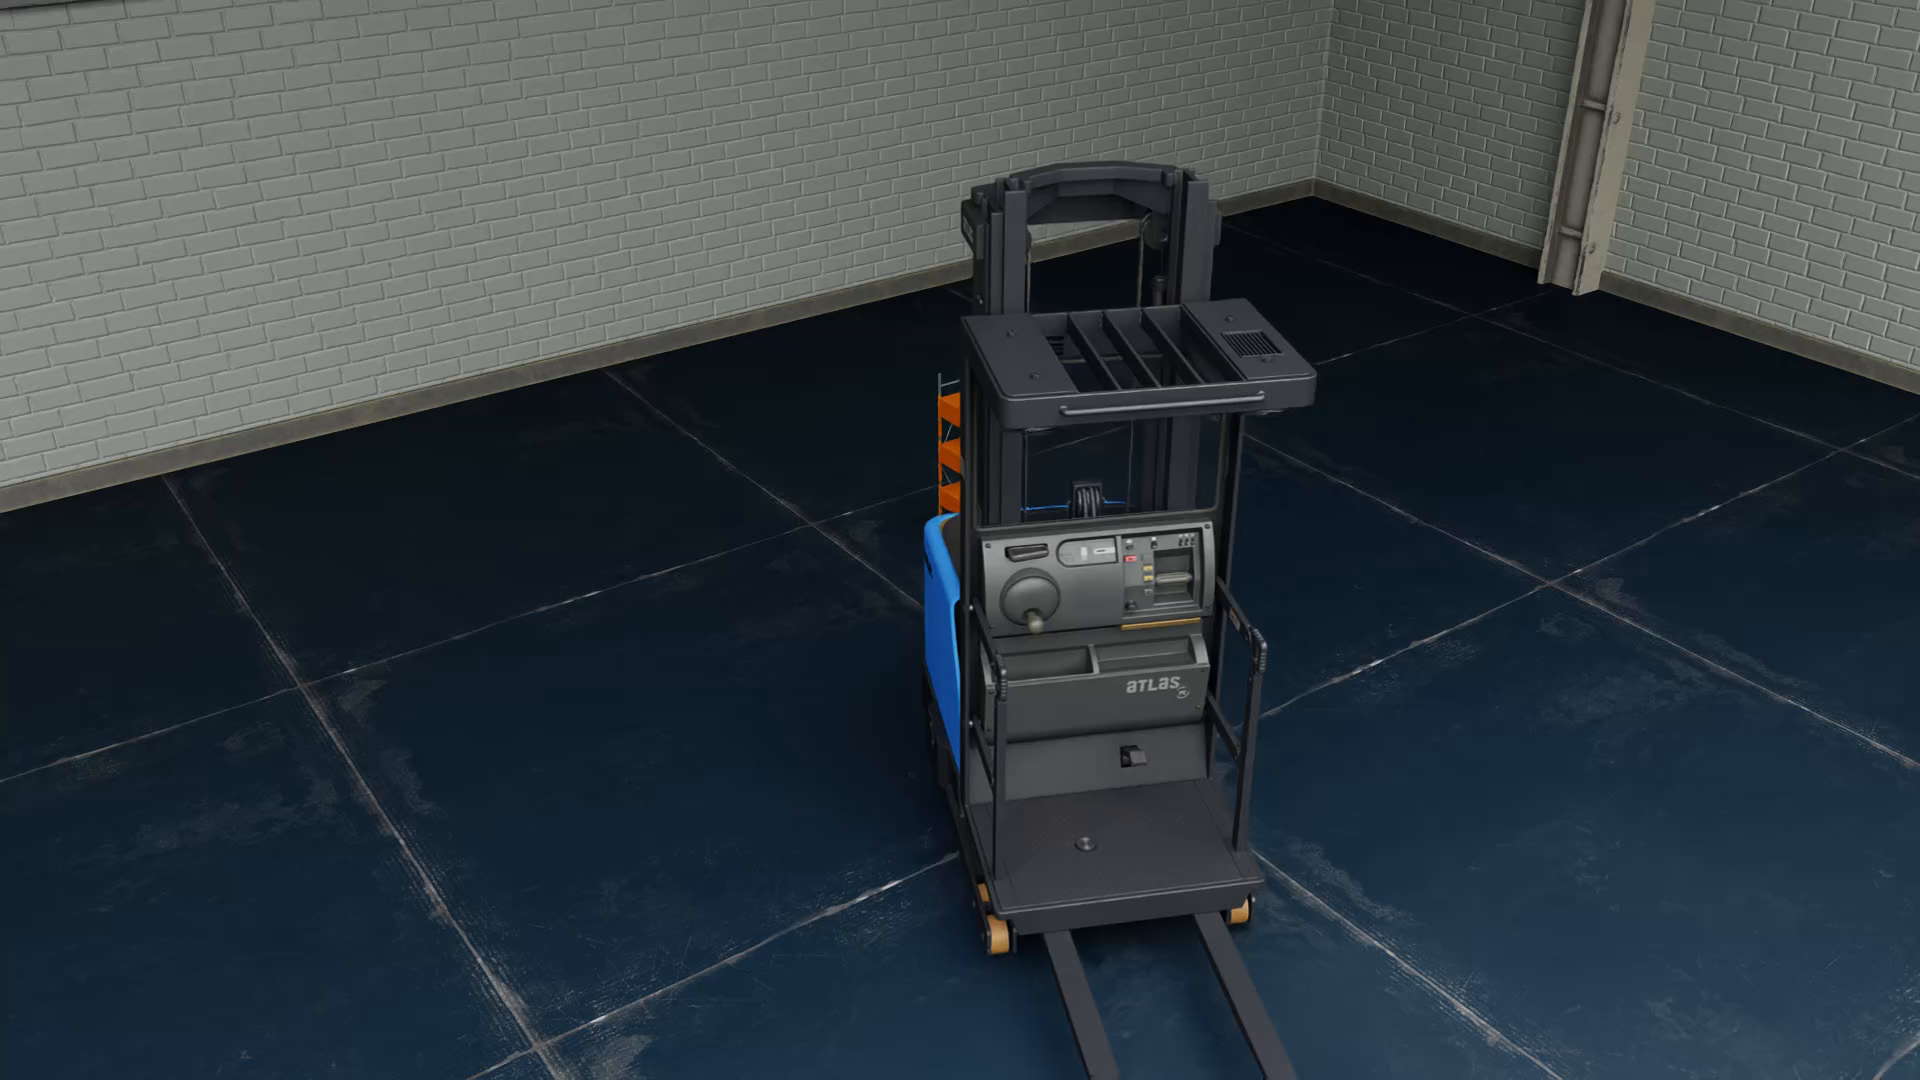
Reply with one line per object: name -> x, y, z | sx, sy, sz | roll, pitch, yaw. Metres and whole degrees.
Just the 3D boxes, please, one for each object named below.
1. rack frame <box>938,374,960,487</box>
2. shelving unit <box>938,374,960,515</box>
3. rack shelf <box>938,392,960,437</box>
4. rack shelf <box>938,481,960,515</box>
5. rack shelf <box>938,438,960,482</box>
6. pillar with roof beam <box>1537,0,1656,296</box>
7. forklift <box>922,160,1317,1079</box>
rack frame -> -0.040, -0.488, 9.548 | 0.200, 1.050, 0.008 | -19, 34, -31
shelving unit -> 0.031, -0.441, 9.461 | 0.215, 1.050, 0.252 | -19, 34, -31
rack shelf -> 0.031, -0.681, 9.331 | 0.215, 0.259, 0.240 | -19, 34, -31
rack shelf -> 0.031, -0.187, 9.599 | 0.215, 0.259, 0.240 | -19, 34, -31
rack shelf -> 0.031, -0.431, 9.466 | 0.215, 0.259, 0.240 | -19, 34, -31
pillar with roof beam -> 1.460, -4.842, 9.237 | 9.100, 9.000, 0.400 | -19, 34, -31
forklift -> 0.587, 0.188, 6.333 | 1.130, 2.935, 3.031 | -5, 29, -9
